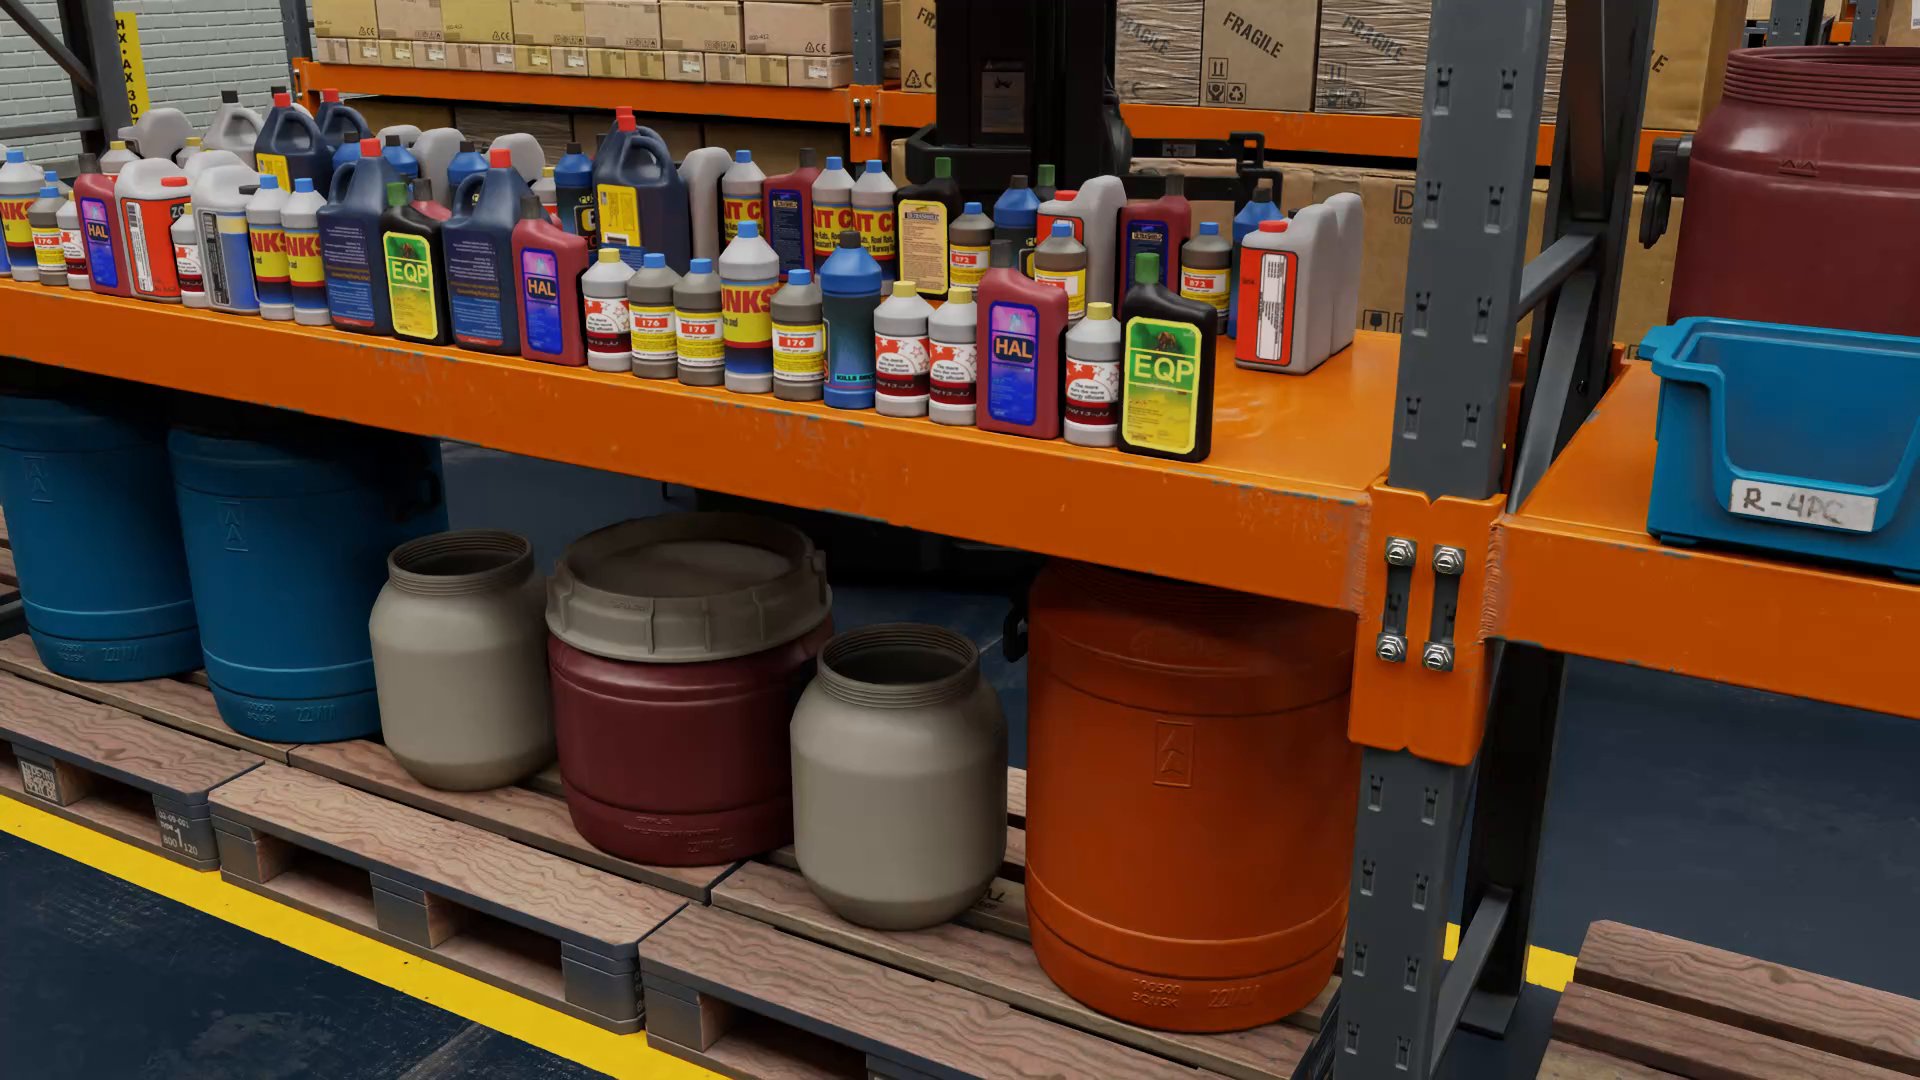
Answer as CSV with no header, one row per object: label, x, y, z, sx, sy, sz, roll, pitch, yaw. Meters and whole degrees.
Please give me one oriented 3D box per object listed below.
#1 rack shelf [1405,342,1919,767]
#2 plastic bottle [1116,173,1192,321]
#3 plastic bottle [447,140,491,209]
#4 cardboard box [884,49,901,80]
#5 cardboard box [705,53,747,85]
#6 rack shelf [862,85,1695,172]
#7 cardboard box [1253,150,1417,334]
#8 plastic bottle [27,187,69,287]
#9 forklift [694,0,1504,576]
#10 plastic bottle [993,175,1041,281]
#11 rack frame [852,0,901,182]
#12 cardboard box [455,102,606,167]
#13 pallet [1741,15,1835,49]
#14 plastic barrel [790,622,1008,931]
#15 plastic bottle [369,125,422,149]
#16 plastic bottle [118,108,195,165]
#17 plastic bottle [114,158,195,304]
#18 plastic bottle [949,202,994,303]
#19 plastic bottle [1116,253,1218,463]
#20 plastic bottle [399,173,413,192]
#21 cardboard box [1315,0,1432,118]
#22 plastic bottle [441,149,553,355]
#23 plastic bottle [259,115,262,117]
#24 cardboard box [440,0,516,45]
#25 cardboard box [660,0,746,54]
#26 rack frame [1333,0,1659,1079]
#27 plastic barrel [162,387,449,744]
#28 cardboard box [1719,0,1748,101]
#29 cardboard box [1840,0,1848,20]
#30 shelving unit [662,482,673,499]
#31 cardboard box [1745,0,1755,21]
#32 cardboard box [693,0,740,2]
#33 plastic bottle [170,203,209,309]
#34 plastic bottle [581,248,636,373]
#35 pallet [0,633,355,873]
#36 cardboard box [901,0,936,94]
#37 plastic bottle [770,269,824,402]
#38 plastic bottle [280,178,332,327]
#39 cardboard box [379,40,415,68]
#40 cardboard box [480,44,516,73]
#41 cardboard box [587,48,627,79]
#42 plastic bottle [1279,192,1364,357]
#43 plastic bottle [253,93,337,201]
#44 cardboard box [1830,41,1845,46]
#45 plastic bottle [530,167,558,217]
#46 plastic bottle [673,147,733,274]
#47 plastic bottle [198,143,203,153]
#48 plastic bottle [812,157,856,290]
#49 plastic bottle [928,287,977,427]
rack shelf,2.601,0.298,1.701,4.000,0.370,1.077,11,23,27
plastic bottle,0.370,-0.555,3.167,0.133,0.283,0.061,11,23,27
plastic bottle,-1.101,-0.763,3.758,0.097,0.271,0.097,0,20,0
cardboard box,-0.318,-2.543,8.845,0.250,0.149,0.380,11,23,27
cardboard box,-1.097,-2.433,8.543,0.250,0.149,0.380,10,22,26
rack shelf,1.524,-1.842,7.600,4.000,0.370,1.077,11,23,27
cardboard box,1.903,-1.318,7.599,0.875,0.875,1.225,11,23,27
plastic bottle,-1.927,-0.650,3.550,0.097,0.201,0.097,0,20,0
forklift,0.677,-1.363,5.325,3.031,2.935,1.130,2,20,6
plastic bottle,0.113,-0.567,3.218,0.097,0.271,0.097,0,20,0
rack frame,-0.222,-2.513,8.394,0.127,3.000,1.000,11,23,27
cardboard box,-2.322,-2.143,9.873,0.875,0.875,0.875,11,23,27
pallet,5.103,-3.304,10.856,1.003,0.211,1.213,11,23,27
plastic barrel,-0.117,0.455,3.244,0.421,0.512,0.421,0,20,0
plastic bottle,-1.377,-0.866,4.036,0.135,0.276,0.152,11,23,27
plastic bottle,-2.136,-1.011,4.435,0.135,0.276,0.152,11,23,27
plastic bottle,-1.611,-0.636,3.401,0.135,0.276,0.152,11,23,27
plastic bottle,0.026,-0.575,3.342,0.097,0.201,0.097,0,20,0
plastic bottle,0.293,-0.259,2.350,0.133,0.283,0.061,11,23,27
plastic bottle,-1.080,-0.578,3.249,0.097,0.271,0.097,0,20,0
cardboard box,1.831,-2.073,7.035,0.500,0.500,0.500,10,22,26
plastic bottle,-0.823,-0.519,2.970,0.185,0.351,0.144,11,23,27
plastic bottle,-1.817,-0.950,4.267,0.135,0.276,0.152,11,23,27
cardboard box,-2.533,-2.918,9.295,0.500,0.250,0.500,10,22,26
cardboard box,-1.188,-2.663,8.591,0.500,0.250,0.500,12,23,29
rack frame,0.855,-0.373,2.495,0.127,3.000,1.000,11,23,27
plastic barrel,-1.553,-0.036,4.027,0.708,0.901,0.600,11,23,27
cardboard box,2.978,-2.057,6.989,0.500,0.500,0.500,12,23,29
cardboard box,7.798,-4.884,15.149,0.500,0.250,0.500,10,22,26
shelving unit,-0.967,-0.642,6.097,0.215,1.050,0.252,-18,27,-41
cardboard box,4.906,-3.374,10.520,0.250,0.149,0.380,11,23,27
cardboard box,-1.189,-3.016,8.465,0.500,0.500,0.500,11,23,28
plastic bottle,-1.523,-0.573,3.338,0.097,0.201,0.097,0,20,0
plastic bottle,-0.595,-0.396,2.850,0.097,0.201,0.097,0,20,0
pallet,-1.984,0.413,4.416,1.213,0.211,1.003,11,23,27
cardboard box,0.058,-2.409,7.961,0.500,0.500,0.500,11,23,27
plastic bottle,-0.255,-0.332,2.672,0.097,0.201,0.097,0,20,0
plastic bottle,-1.236,-0.551,3.175,0.097,0.271,0.097,0,20,0
cardboard box,-3.117,-2.818,9.603,0.250,0.149,0.380,10,22,26
cardboard box,-2.441,-2.690,9.249,0.250,0.149,0.380,11,22,27
cardboard box,-1.770,-2.562,8.896,0.250,0.149,0.380,10,22,26
plastic bottle,0.634,-0.483,2.980,0.135,0.276,0.152,11,23,27
plastic bottle,-1.584,-0.886,3.981,0.185,0.351,0.144,11,23,27
cardboard box,10.217,-5.783,19.507,0.250,0.149,0.380,12,23,30
plastic bottle,-0.942,-0.759,3.850,0.097,0.201,0.097,0,20,0
plastic bottle,-0.576,-0.714,3.616,0.135,0.276,0.152,11,23,27
plastic bottle,-1.934,-0.924,4.306,0.097,0.201,0.097,0,20,0
plastic bottle,-0.260,-0.662,3.480,0.097,0.271,0.097,0,20,0
plastic bottle,0.000,-0.283,2.538,0.097,0.201,0.097,0,20,0
